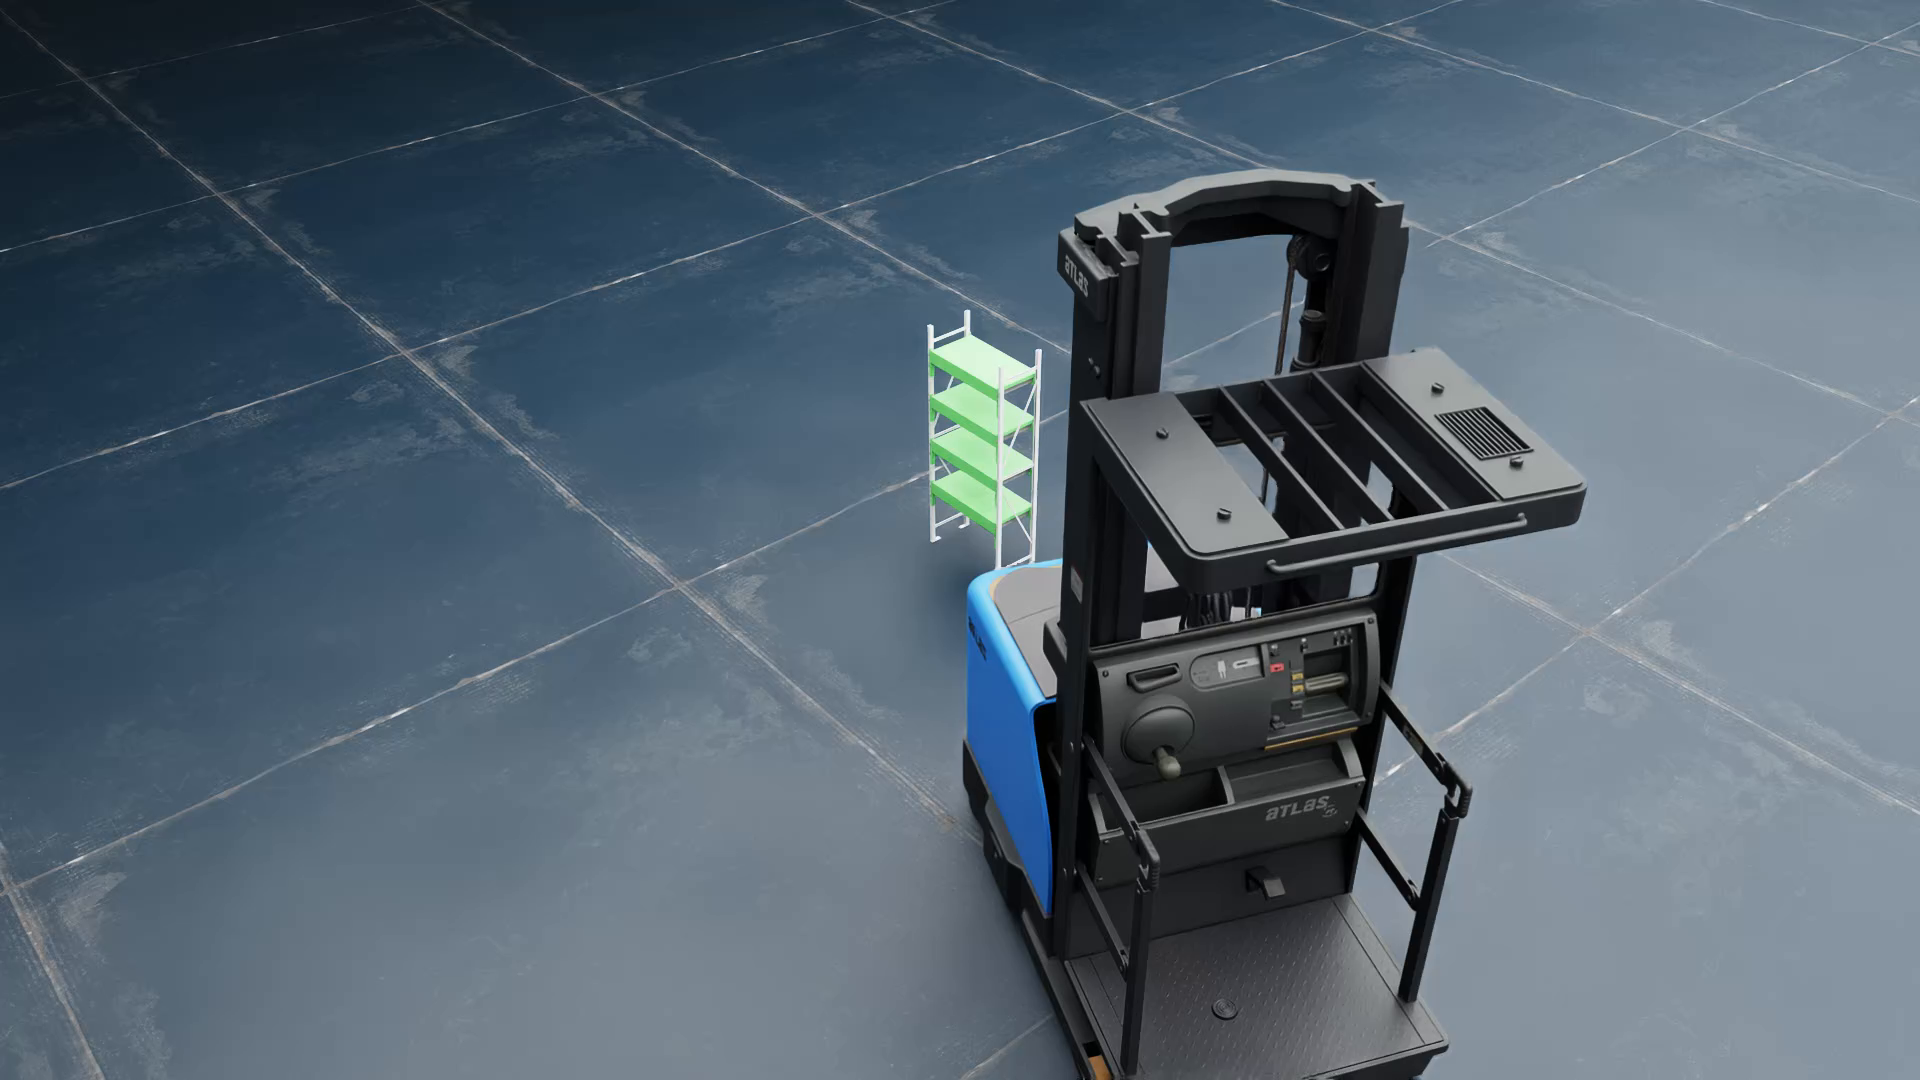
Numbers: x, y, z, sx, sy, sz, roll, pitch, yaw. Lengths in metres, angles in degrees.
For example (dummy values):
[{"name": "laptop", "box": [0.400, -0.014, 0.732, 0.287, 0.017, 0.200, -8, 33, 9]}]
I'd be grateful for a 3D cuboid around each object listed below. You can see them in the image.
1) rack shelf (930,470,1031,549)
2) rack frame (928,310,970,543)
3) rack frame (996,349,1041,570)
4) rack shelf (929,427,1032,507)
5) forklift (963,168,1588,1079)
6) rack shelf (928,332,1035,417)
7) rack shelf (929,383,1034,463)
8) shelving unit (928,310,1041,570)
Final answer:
[{"name": "rack shelf", "box": [0.107, -0.169, 7.976, 0.258, 0.148, 0.480, -26, 43, -32]}, {"name": "rack frame", "box": [-0.051, -0.524, 7.952, 0.240, 1.200, 0.015, -26, 43, -32]}, {"name": "rack frame", "box": [0.264, -0.309, 7.648, 0.240, 1.200, 0.015, -26, 43, -32]}, {"name": "rack shelf", "box": [0.107, -0.364, 7.837, 0.258, 0.148, 0.480, -26, 43, -32]}, {"name": "forklift", "box": [0.927, 0.542, 4.948, 1.130, 2.935, 3.031, -10, 37, -14]}, {"name": "rack shelf", "box": [0.107, -0.756, 7.560, 0.258, 0.148, 0.480, -26, 43, -32]}, {"name": "rack shelf", "box": [0.107, -0.560, 7.698, 0.258, 0.148, 0.480, -26, 43, -32]}, {"name": "shelving unit", "box": [0.107, -0.417, 7.800, 0.258, 1.200, 0.503, -26, 43, -32]}]
